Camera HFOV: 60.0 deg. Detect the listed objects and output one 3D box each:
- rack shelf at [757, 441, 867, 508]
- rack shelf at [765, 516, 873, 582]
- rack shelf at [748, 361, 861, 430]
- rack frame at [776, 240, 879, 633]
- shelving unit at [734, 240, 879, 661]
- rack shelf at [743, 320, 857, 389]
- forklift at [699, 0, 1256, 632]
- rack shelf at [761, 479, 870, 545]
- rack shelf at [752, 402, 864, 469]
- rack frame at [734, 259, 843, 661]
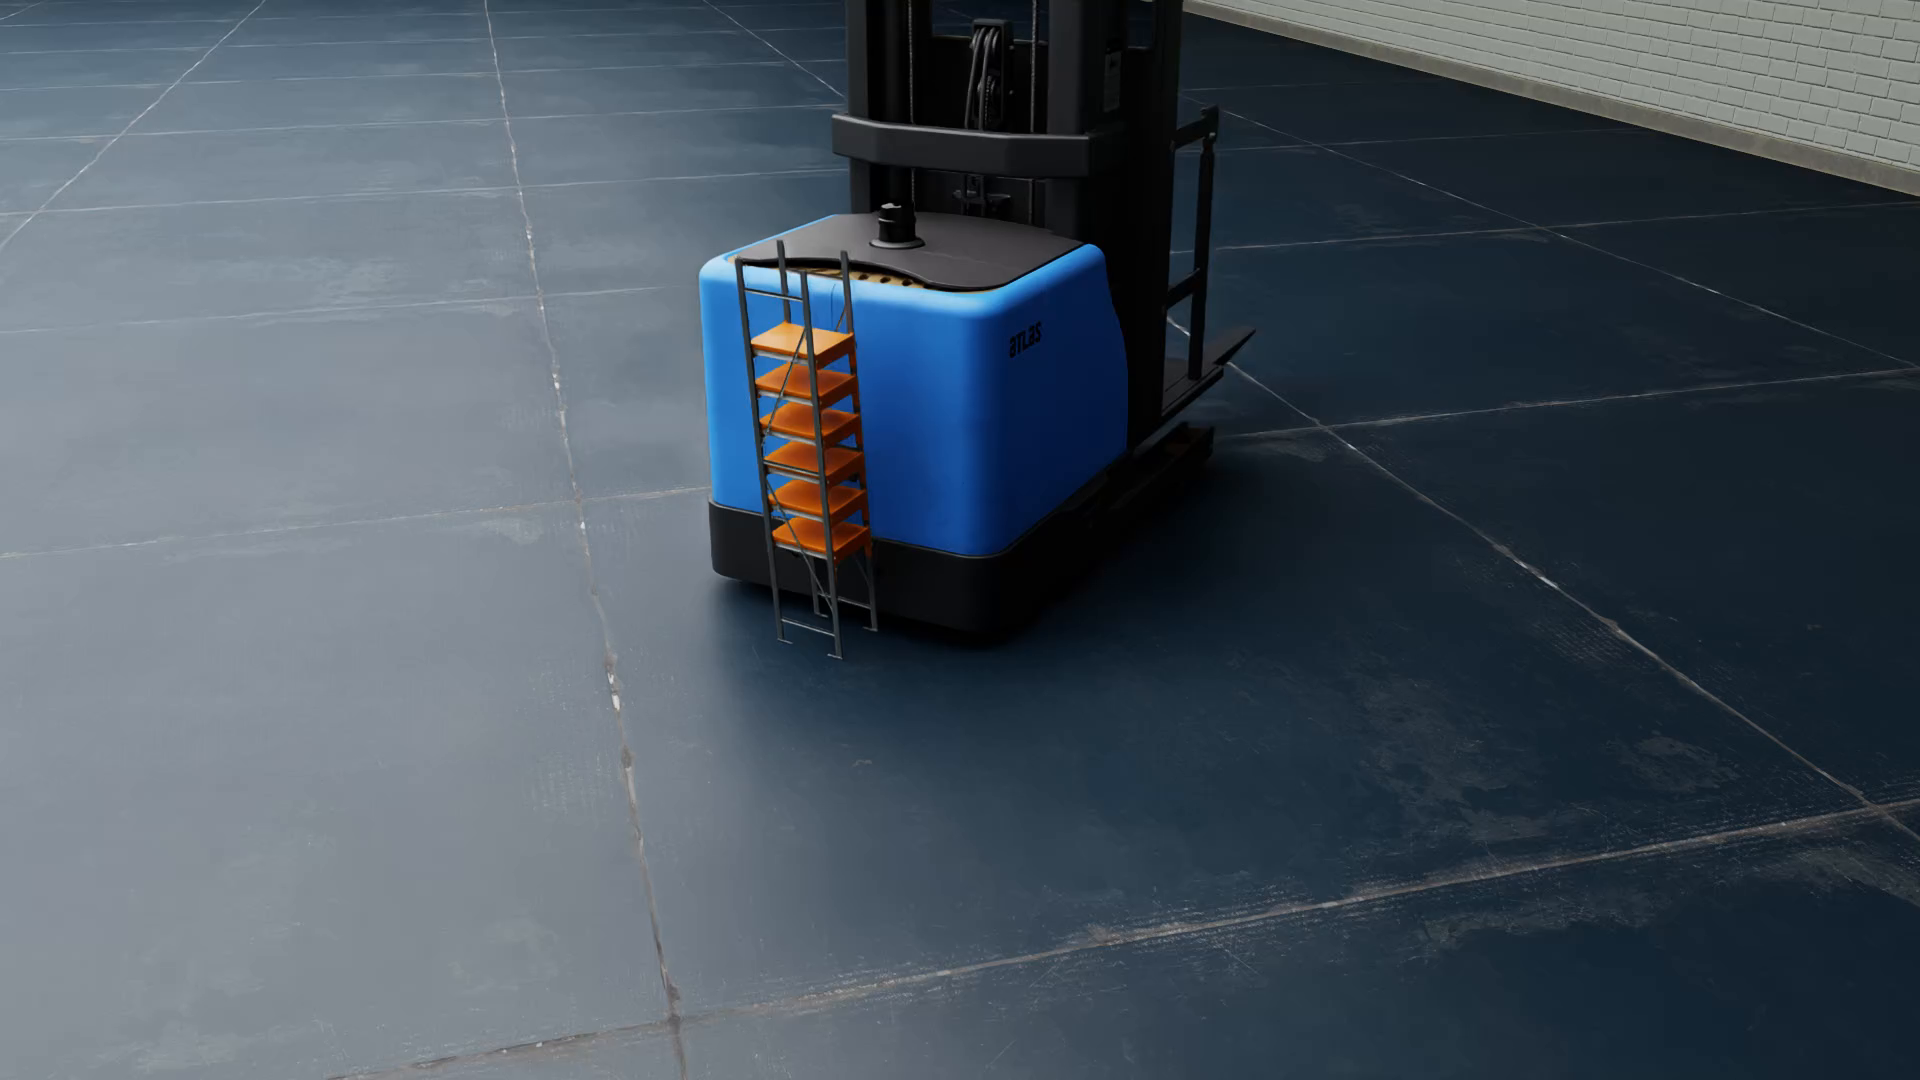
[{"bbox_3d":[-0.425,-0.199,4.788,0.258,0.103,0.180,14,32,30],"label":"rack shelf"},{"bbox_3d":[-0.414,0.014,4.899,0.258,0.103,0.180,14,32,30],"label":"rack shelf"},{"bbox_3d":[-0.437,-0.412,4.678,0.258,0.103,0.180,14,32,30],"label":"rack shelf"},{"bbox_3d":[-0.379,-0.276,4.835,0.240,1.200,0.006,14,32,30],"label":"rack frame"},{"bbox_3d":[-0.428,-0.238,4.768,0.258,1.200,0.189,14,32,30],"label":"shelving unit"},{"bbox_3d":[-0.443,-0.518,4.622,0.258,0.103,0.180,14,32,30],"label":"rack shelf"},{"bbox_3d":[0.322,-1.619,5.806,1.130,2.935,3.031,11,26,25],"label":"forklift"},{"bbox_3d":[-0.420,-0.093,4.844,0.258,0.103,0.180,14,32,30],"label":"rack shelf"},{"bbox_3d":[-0.431,-0.305,4.733,0.258,0.103,0.180,14,32,30],"label":"rack shelf"},{"bbox_3d":[-0.477,-0.201,4.700,0.240,1.200,0.006,14,32,30],"label":"rack frame"}]
